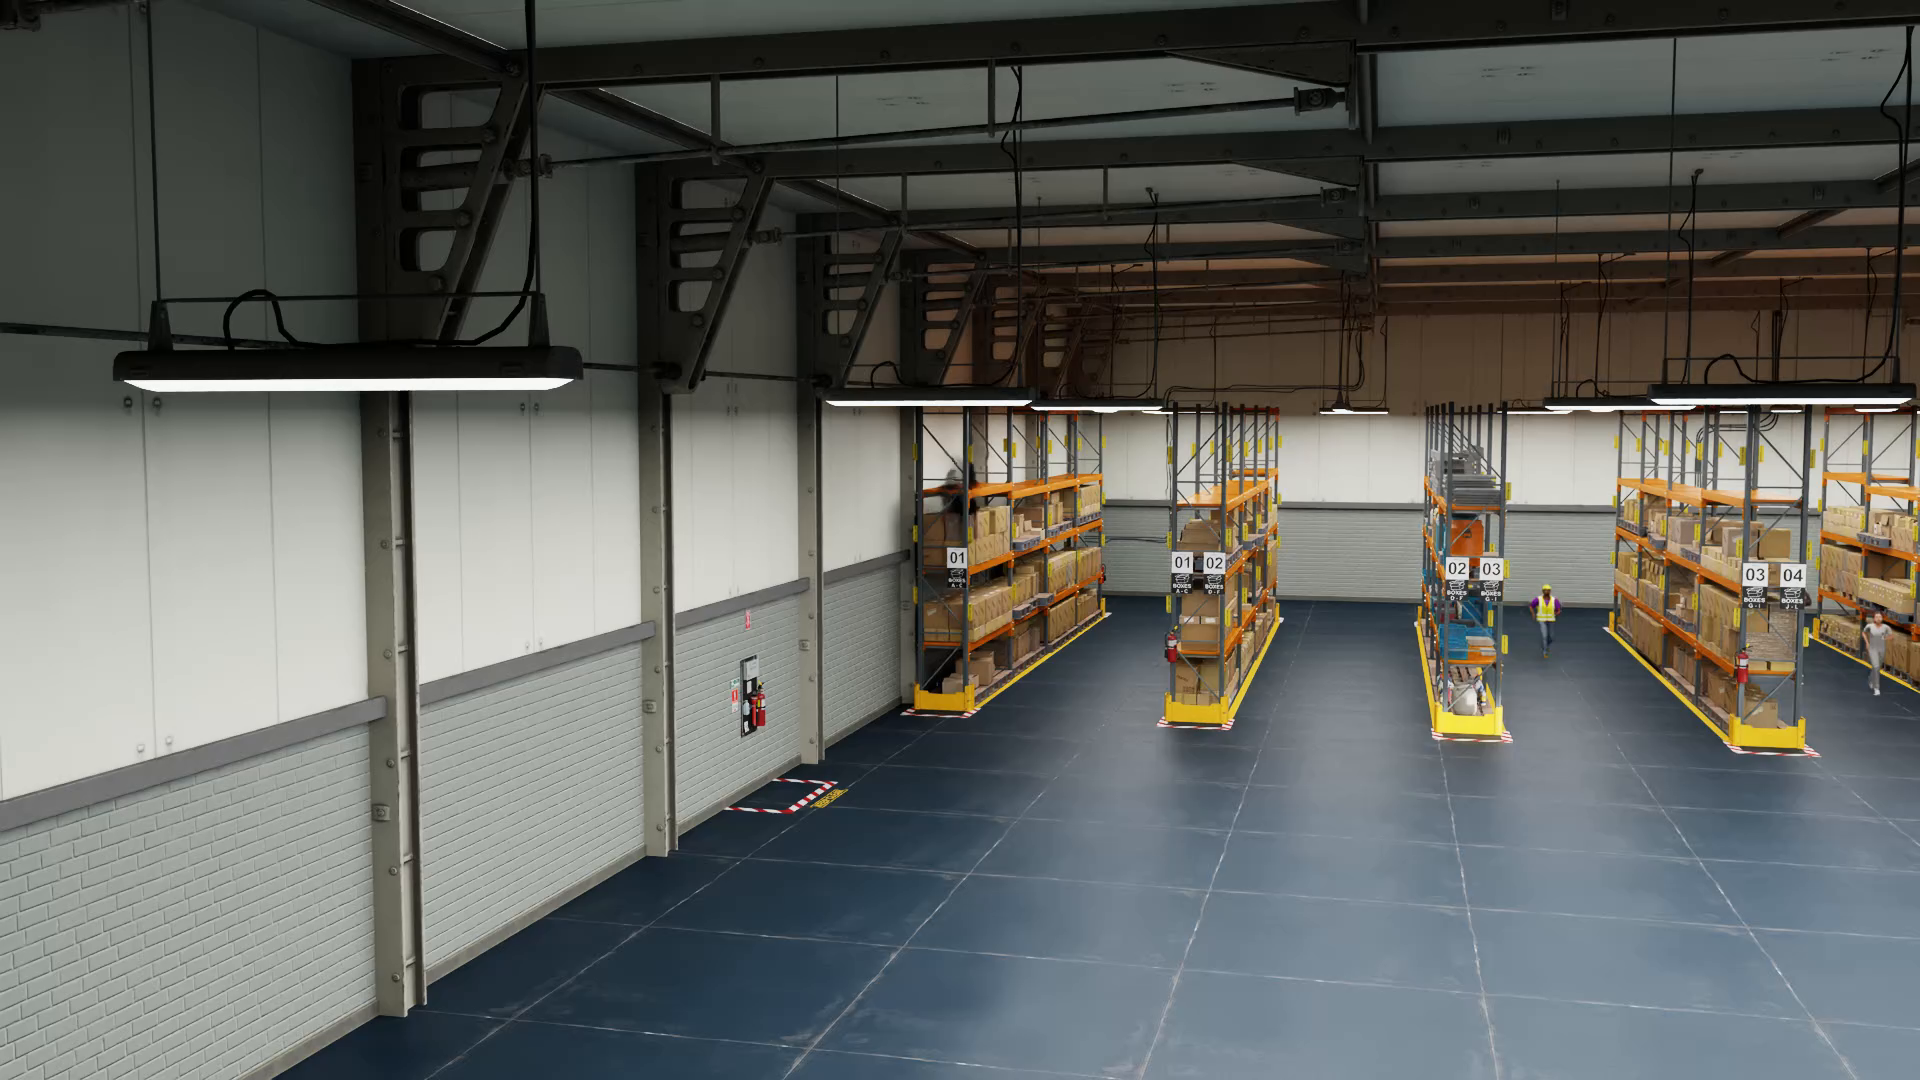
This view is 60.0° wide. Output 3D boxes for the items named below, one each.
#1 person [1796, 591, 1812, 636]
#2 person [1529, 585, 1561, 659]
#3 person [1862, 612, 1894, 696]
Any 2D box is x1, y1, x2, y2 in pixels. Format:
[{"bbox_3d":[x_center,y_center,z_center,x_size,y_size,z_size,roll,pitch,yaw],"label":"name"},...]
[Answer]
[{"bbox_3d":[20.196,1.877,40.197,0.668,1.852,0.866,2,5,23],"label":"person"},{"bbox_3d":[13.944,1.932,39.592,0.714,1.740,0.856,1,4,9],"label":"person"},{"bbox_3d":[19.085,2.334,34.571,0.549,1.703,0.874,1,4,15],"label":"person"}]
